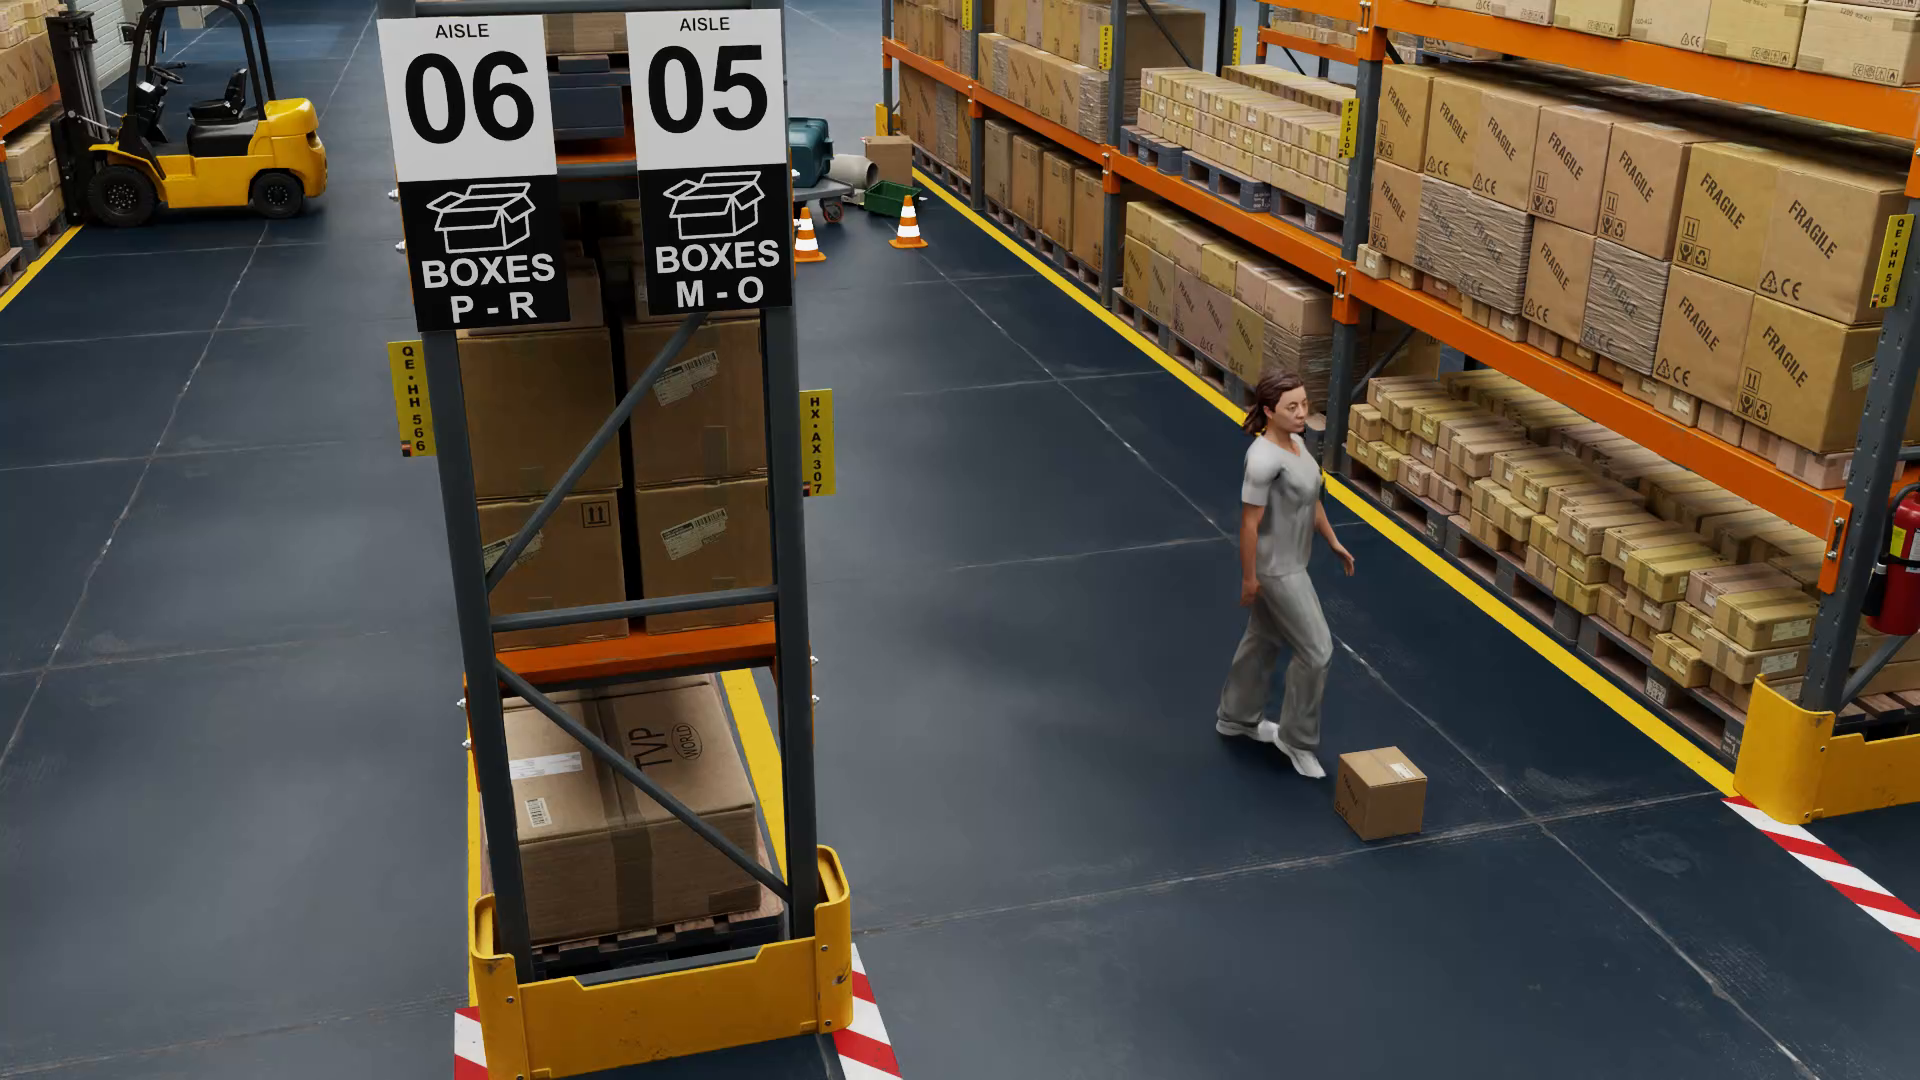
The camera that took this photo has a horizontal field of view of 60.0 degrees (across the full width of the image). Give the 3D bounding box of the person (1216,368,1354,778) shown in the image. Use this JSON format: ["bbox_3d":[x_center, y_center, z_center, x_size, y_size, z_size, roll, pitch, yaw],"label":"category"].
[{"bbox_3d":[1.343,0.146,6.803,0.521,1.735,0.458,9,25,20],"label":"person"}]
